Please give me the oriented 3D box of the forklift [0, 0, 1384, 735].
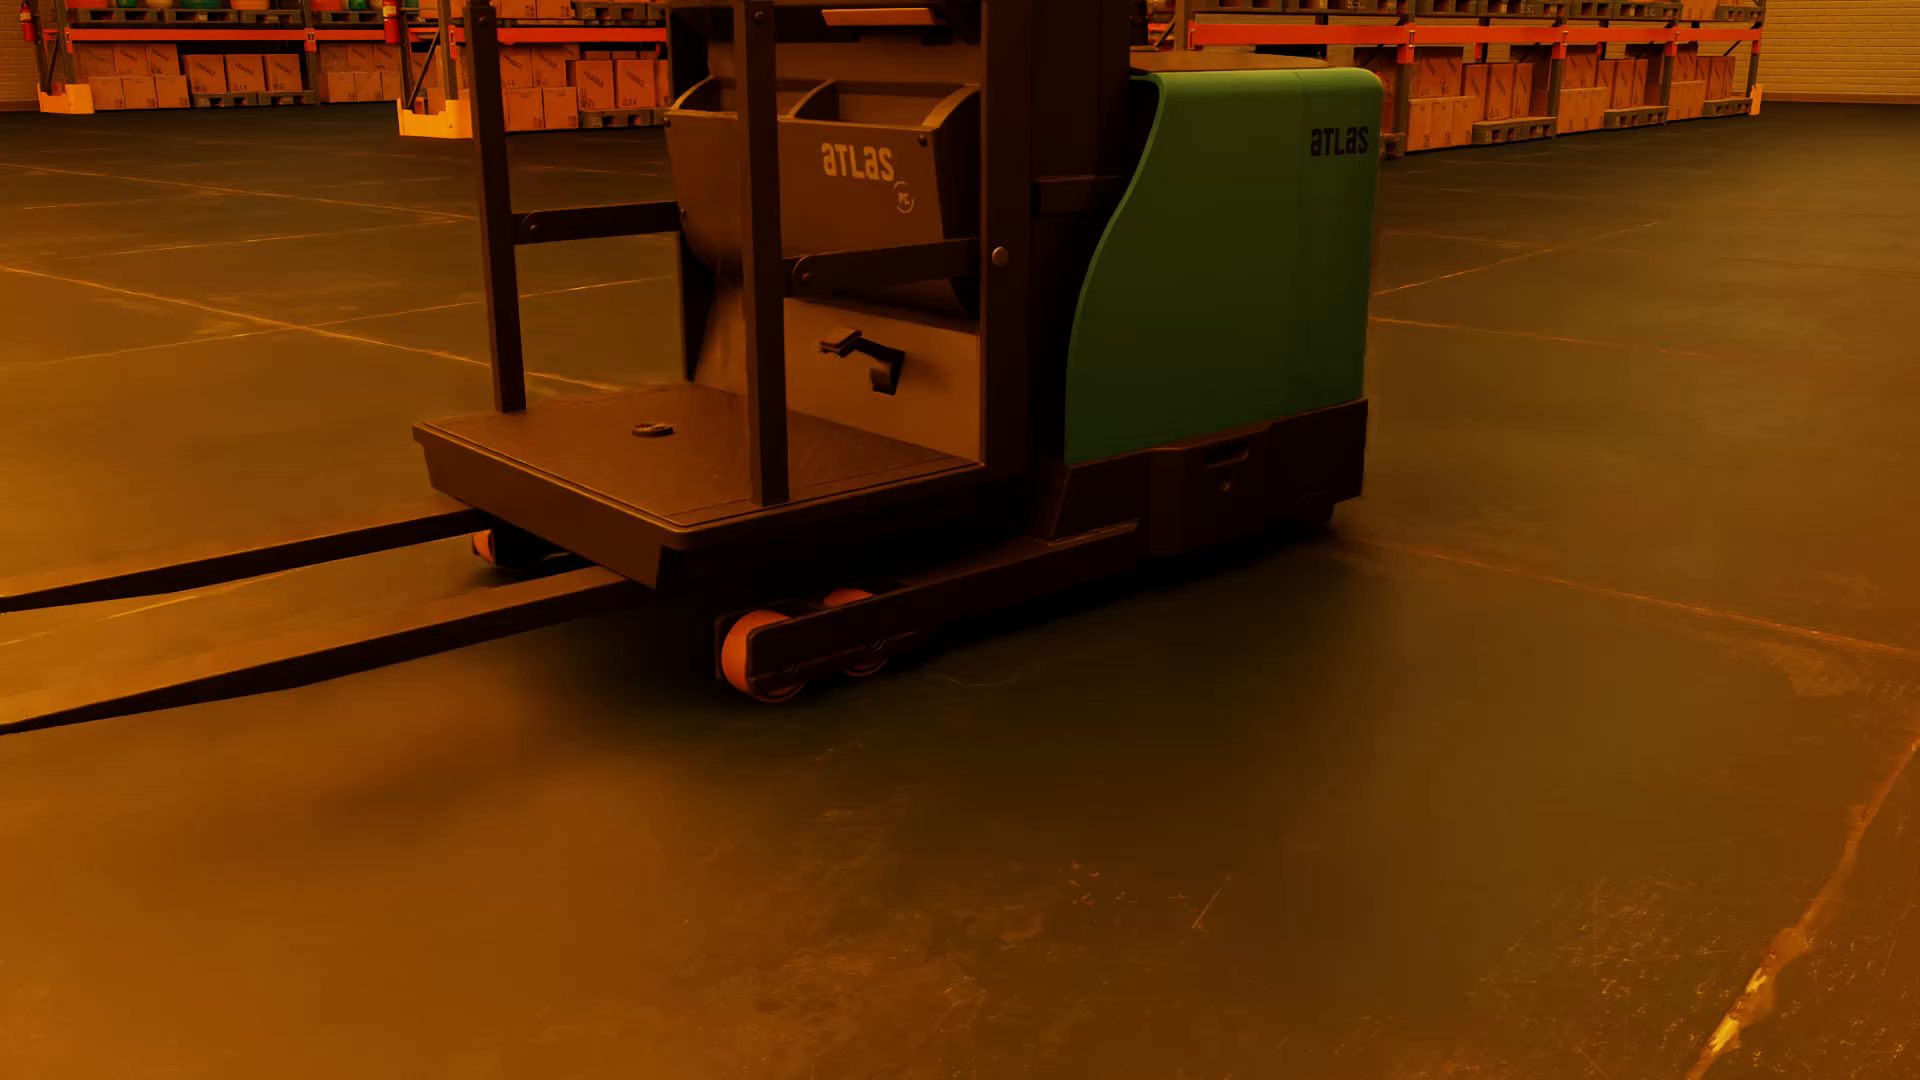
[{"bbox_3d":[-0.457,-1.281,3.117,3.031,2.935,1.130,-14,22,-39],"label":"forklift"}]
